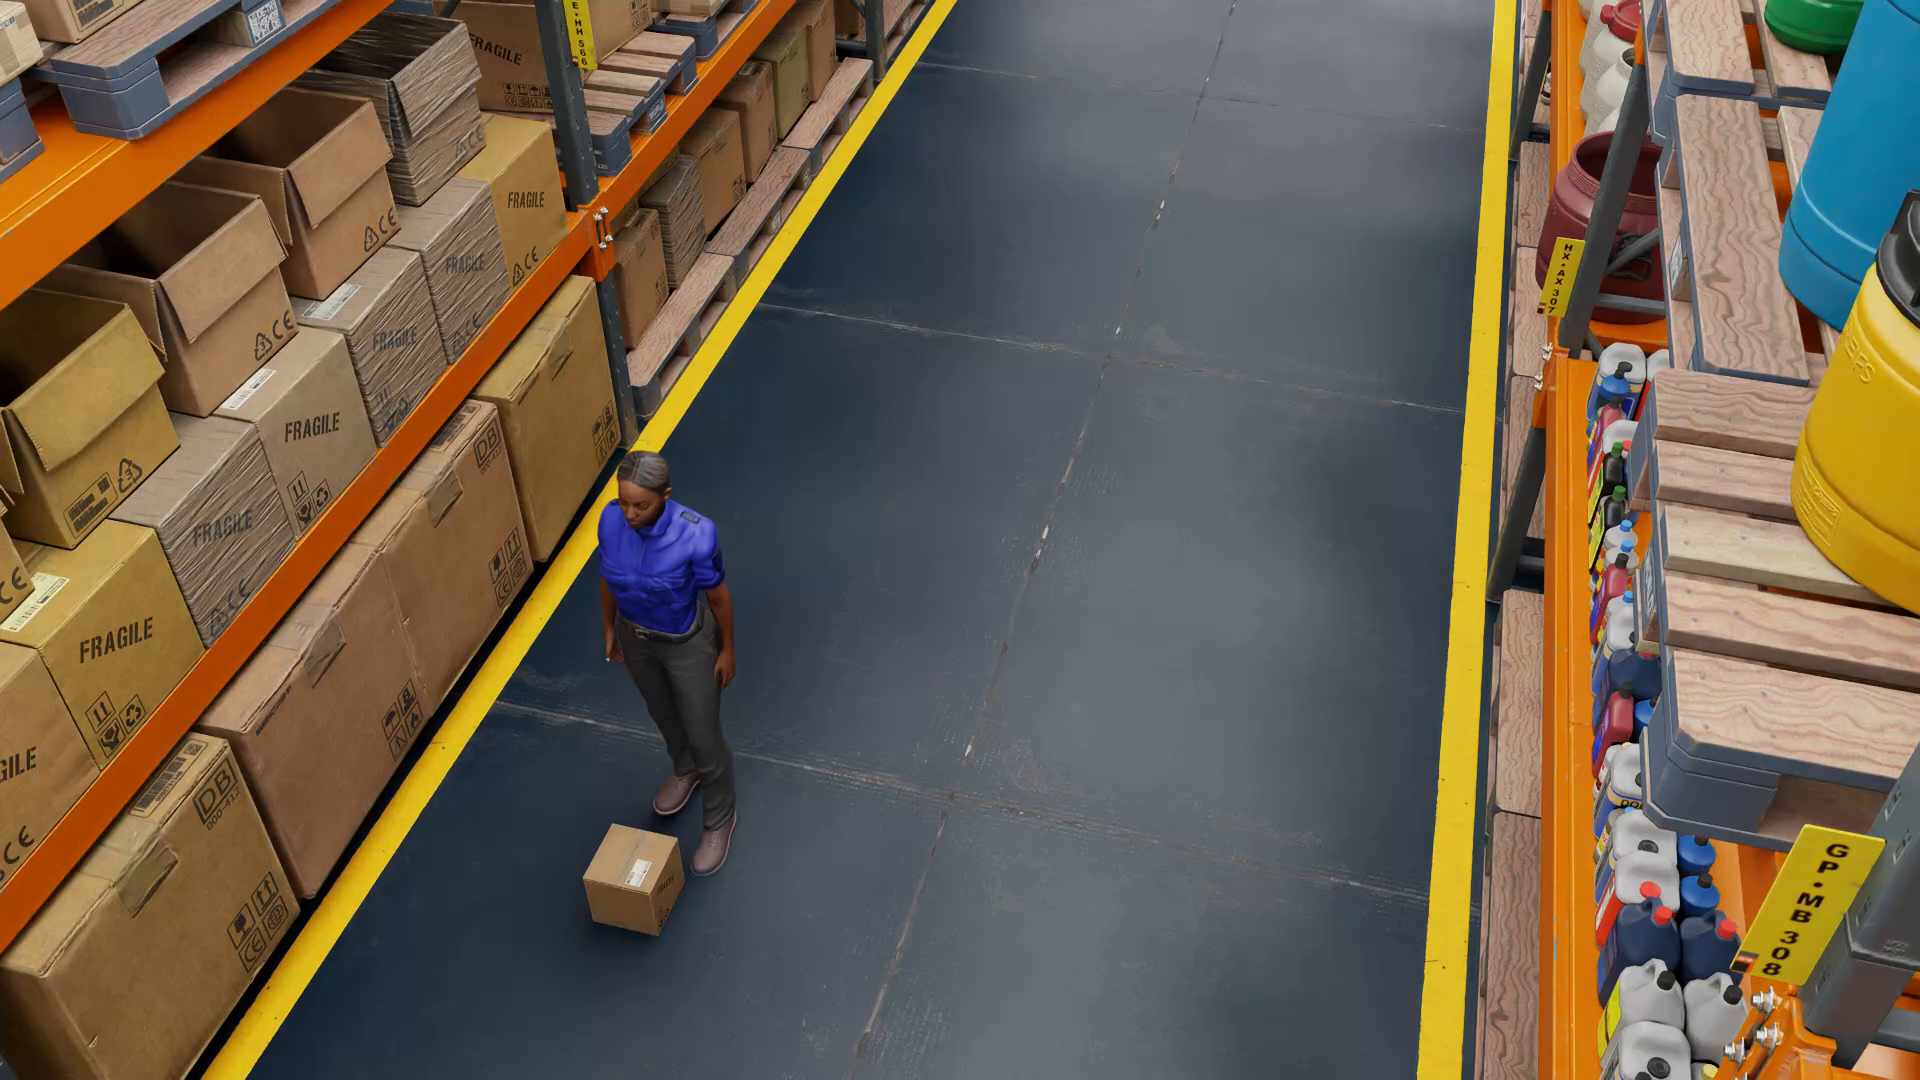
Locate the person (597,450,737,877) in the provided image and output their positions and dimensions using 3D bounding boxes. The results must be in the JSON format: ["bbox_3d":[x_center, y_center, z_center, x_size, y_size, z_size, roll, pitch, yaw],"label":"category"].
[{"bbox_3d":[-1.037,0.406,5.698,0.498,1.675,0.480,15,43,16],"label":"person"}]
